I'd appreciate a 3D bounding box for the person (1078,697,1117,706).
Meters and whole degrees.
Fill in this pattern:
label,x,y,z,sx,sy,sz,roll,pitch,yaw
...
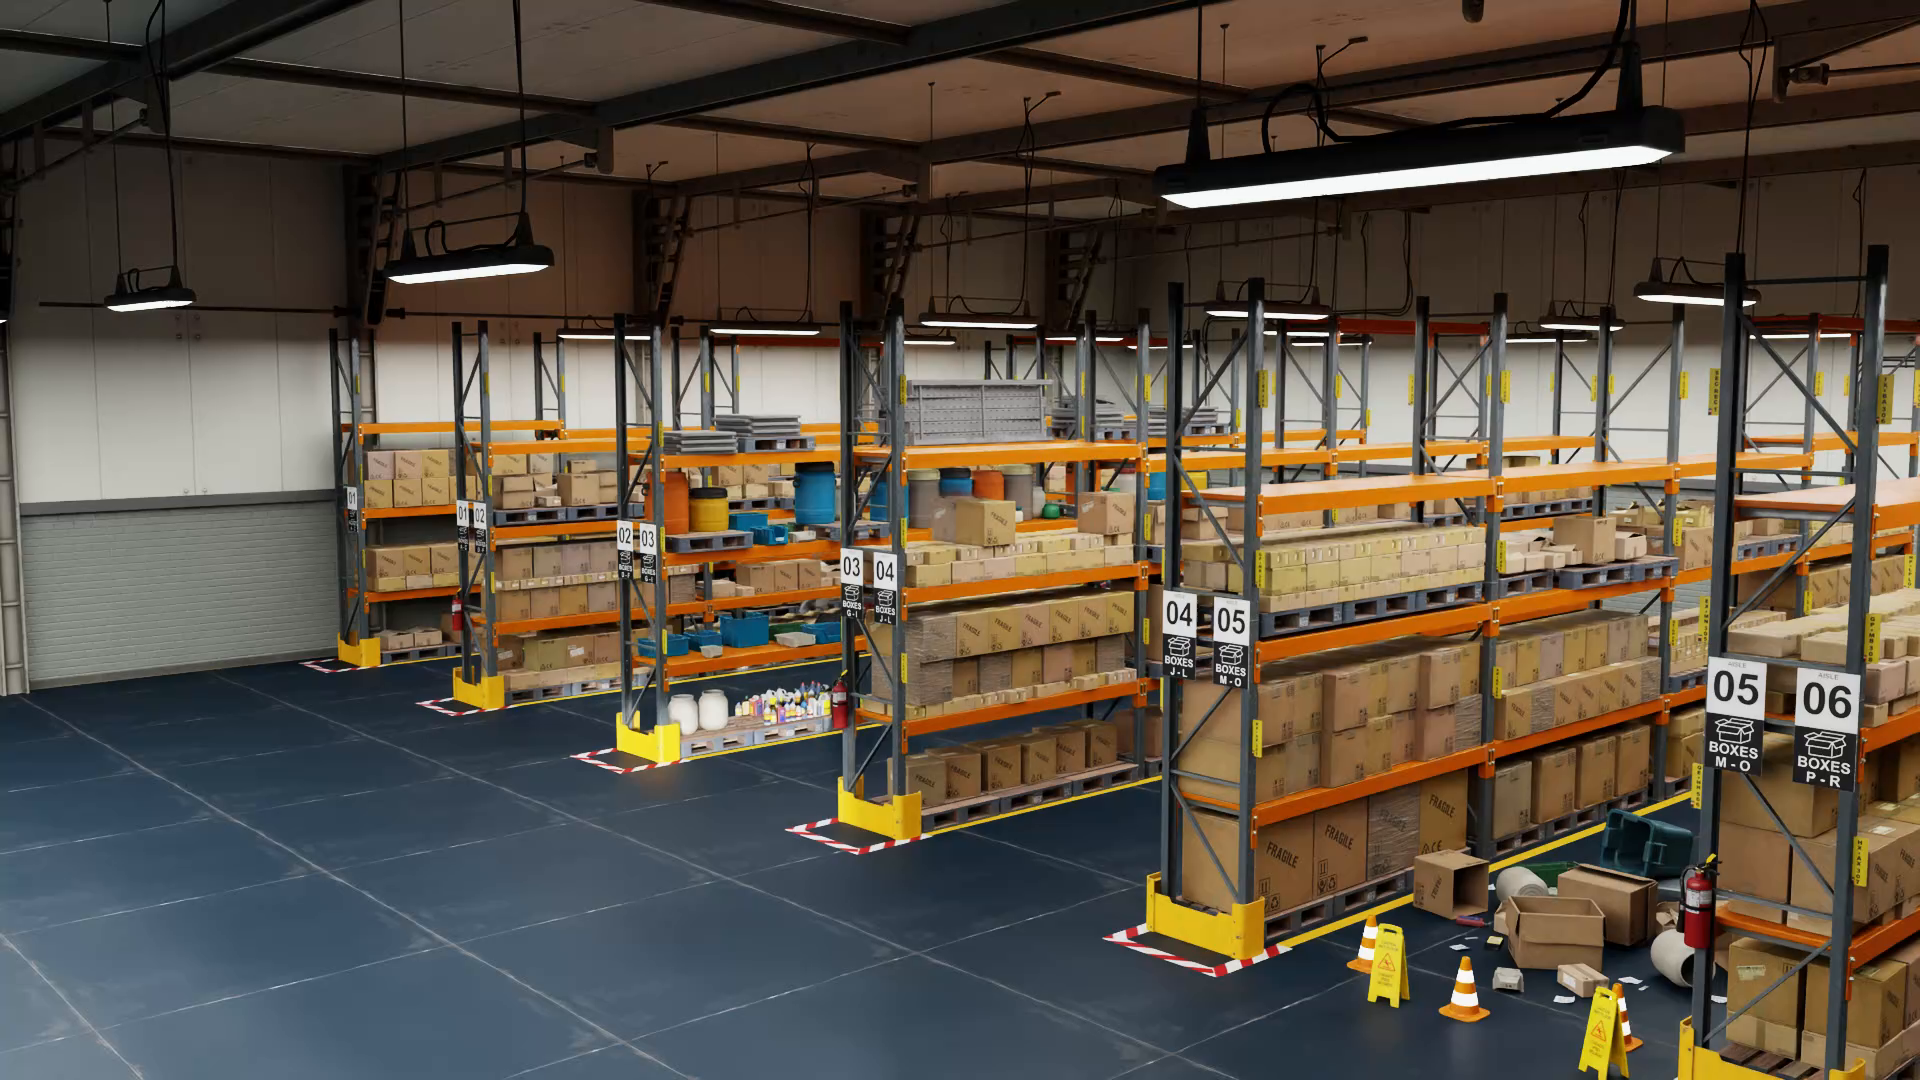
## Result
label,x,y,z,sx,sy,sz,roll,pitch,yaw
person,2.178,1.779,26.110,0.526,1.581,1.064,4,7,38

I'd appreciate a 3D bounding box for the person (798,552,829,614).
label,x,y,z,sx,sy,sz,roll,pitch,yaw
person,-2.940,1.028,32.899,0.673,1.717,1.114,5,8,43
